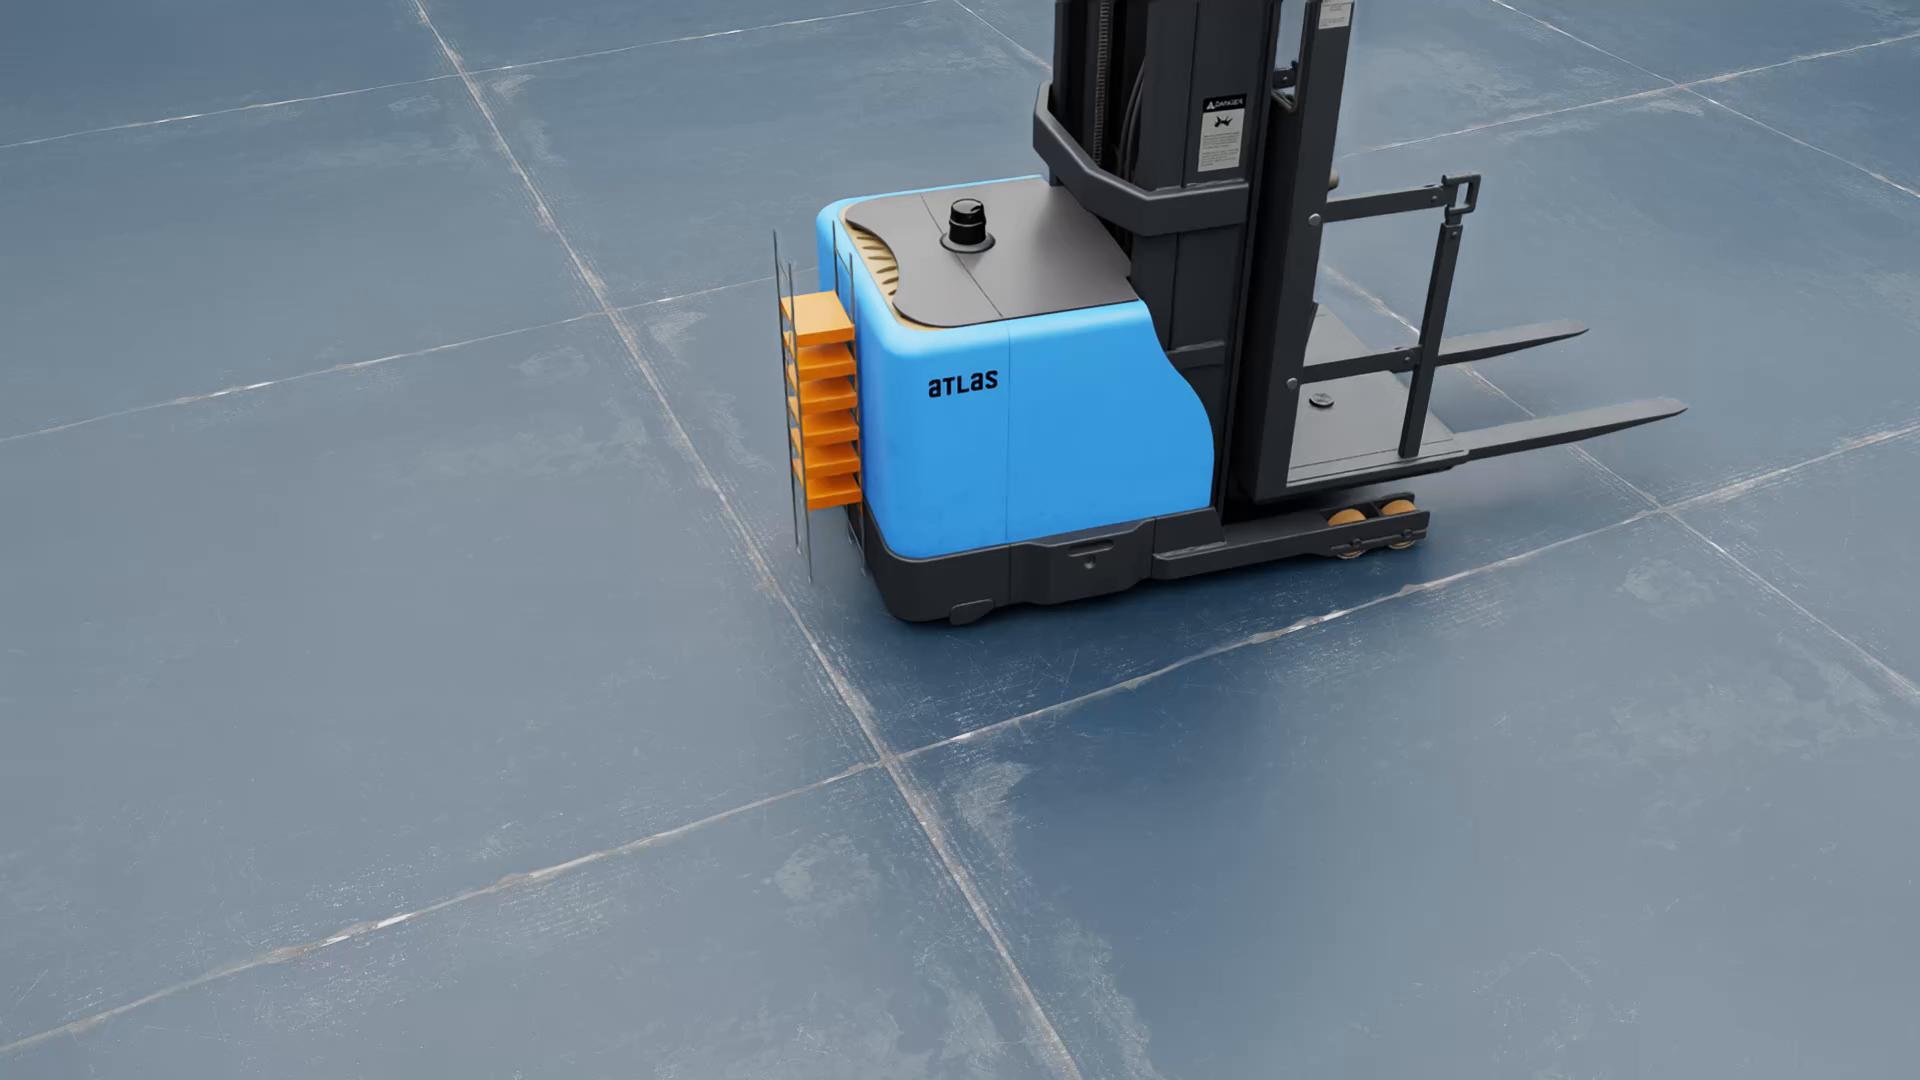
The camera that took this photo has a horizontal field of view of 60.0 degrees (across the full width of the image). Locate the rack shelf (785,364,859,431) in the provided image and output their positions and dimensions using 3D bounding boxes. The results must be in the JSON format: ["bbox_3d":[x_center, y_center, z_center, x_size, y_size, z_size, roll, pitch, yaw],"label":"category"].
[{"bbox_3d":[-0.439,-0.466,5.245,0.180,0.103,0.258,-10,38,-13],"label":"rack shelf"}]

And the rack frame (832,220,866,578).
[{"bbox_3d":[-0.352,-0.422,5.311,0.006,1.200,0.240,-10,38,-13],"label":"rack frame"}]

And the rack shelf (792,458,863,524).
[{"bbox_3d":[-0.439,-0.177,5.459,0.180,0.103,0.258,-10,38,-13],"label":"rack shelf"}]

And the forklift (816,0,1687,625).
[{"bbox_3d":[1.091,-1.405,5.184,3.031,2.935,1.130,-10,38,-13],"label":"forklift"}]

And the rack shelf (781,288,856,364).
[{"bbox_3d":[-0.439,-0.659,5.102,0.180,0.103,0.258,-10,38,-13],"label":"rack shelf"}]

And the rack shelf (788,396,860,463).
[{"bbox_3d":[-0.439,-0.370,5.316,0.180,0.103,0.258,-10,38,-13],"label":"rack shelf"}]

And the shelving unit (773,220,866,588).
[{"bbox_3d":[-0.439,-0.406,5.290,0.189,1.200,0.258,-10,38,-13],"label":"shelving unit"}]

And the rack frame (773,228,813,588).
[{"bbox_3d":[-0.527,-0.390,5.268,0.006,1.200,0.240,-10,38,-13],"label":"rack frame"}]

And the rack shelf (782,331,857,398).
[{"bbox_3d":[-0.439,-0.563,5.173,0.180,0.103,0.258,-10,38,-13],"label":"rack shelf"}]

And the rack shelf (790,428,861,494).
[{"bbox_3d":[-0.439,-0.274,5.388,0.180,0.103,0.258,-10,38,-13],"label":"rack shelf"}]
